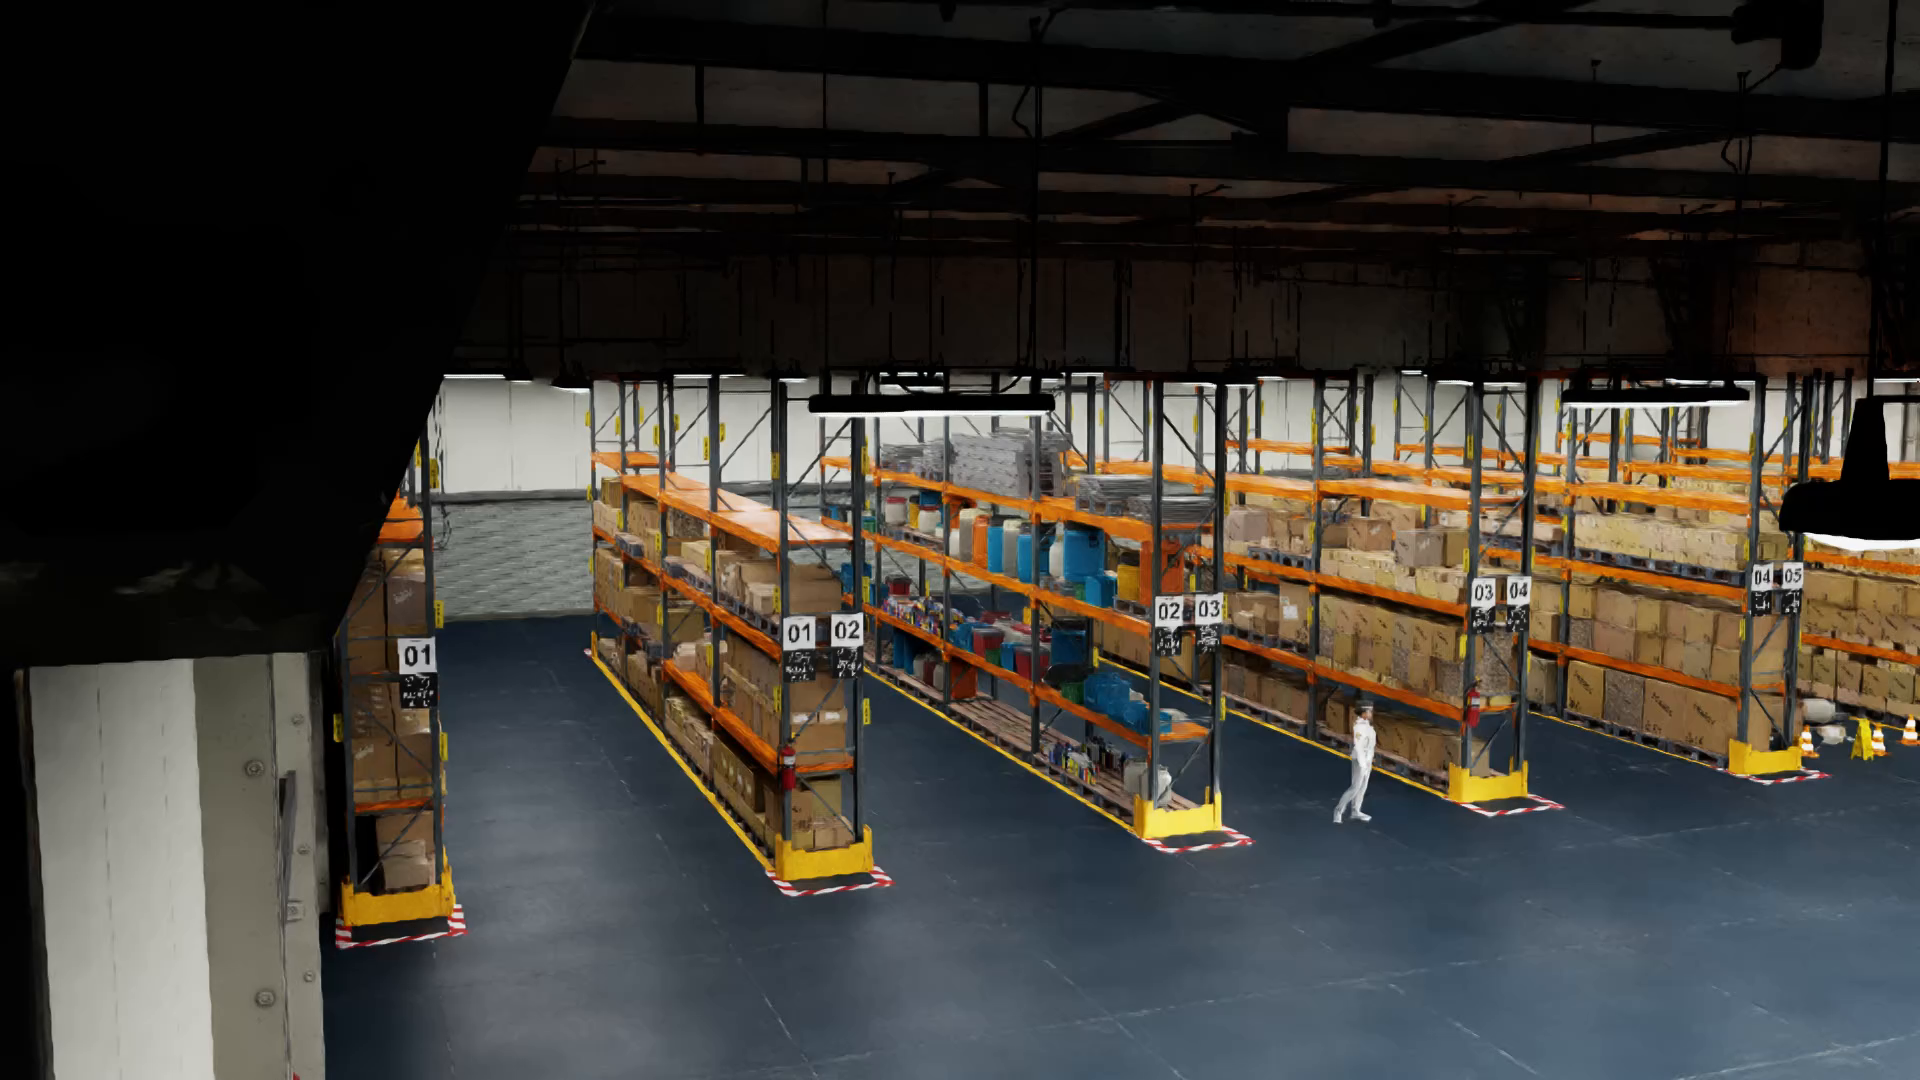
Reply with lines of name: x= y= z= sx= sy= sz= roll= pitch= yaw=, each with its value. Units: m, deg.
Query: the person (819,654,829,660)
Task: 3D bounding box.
person: x=-2.273 y=2.559 z=26.549 sx=0.575 sy=1.644 sz=0.659 roll=-3 pitch=7 yaw=-28

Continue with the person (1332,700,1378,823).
person: x=5.340 y=3.003 z=22.508 sx=0.489 sy=1.665 sz=0.674 roll=3 pitch=7 yaw=26

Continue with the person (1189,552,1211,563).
person: x=6.478 y=0.457 z=44.901 sx=0.607 sy=1.752 sz=0.573 roll=2 pitch=7 yaw=16
